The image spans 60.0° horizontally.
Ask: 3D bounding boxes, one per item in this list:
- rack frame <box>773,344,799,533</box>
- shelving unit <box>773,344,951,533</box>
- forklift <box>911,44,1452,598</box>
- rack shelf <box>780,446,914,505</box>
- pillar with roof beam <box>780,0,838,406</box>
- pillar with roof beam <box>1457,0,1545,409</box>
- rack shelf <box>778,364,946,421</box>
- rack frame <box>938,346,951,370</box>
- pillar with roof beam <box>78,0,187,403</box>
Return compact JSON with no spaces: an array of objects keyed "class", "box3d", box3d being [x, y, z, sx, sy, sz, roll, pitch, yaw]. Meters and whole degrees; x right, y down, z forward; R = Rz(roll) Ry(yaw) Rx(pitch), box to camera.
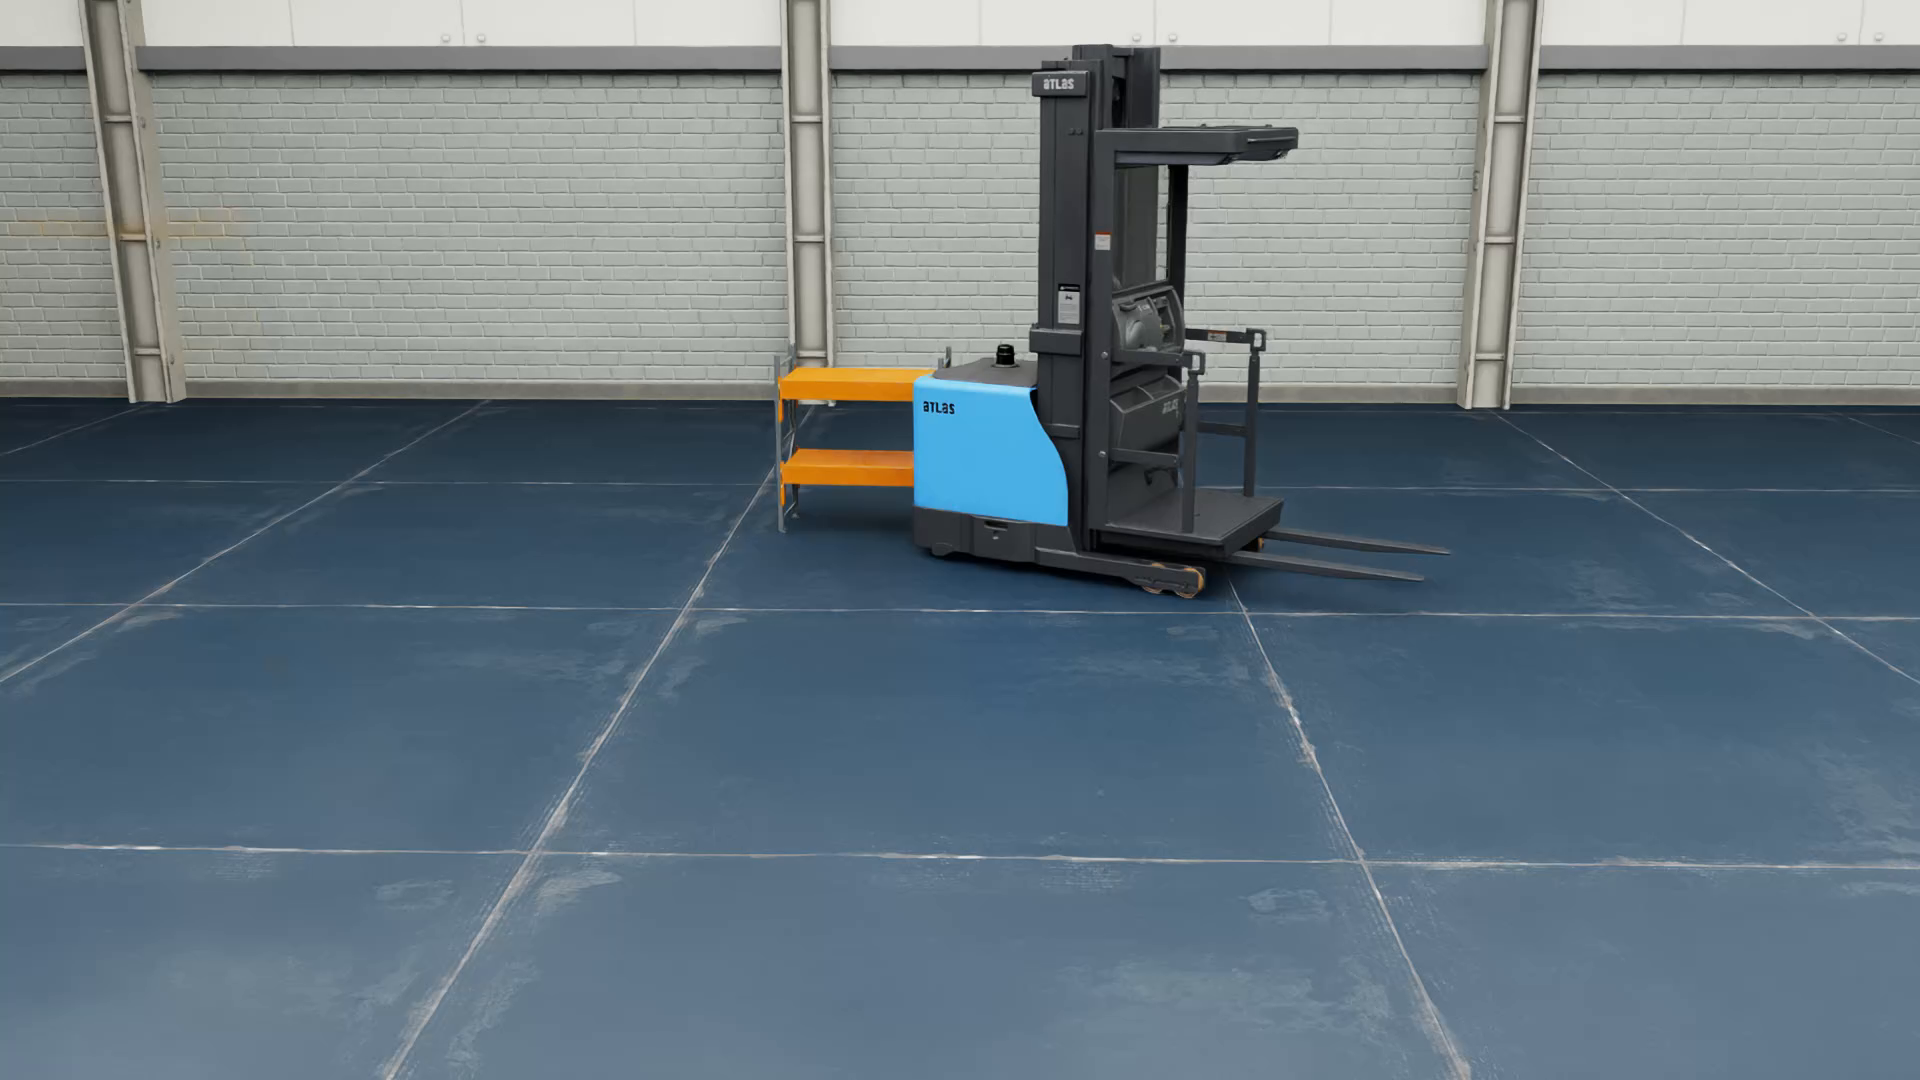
[{"class":"rack frame","box3d":[-1.108,-0.655,10.616,0.032,1.125,0.500,1,15,6]},{"class":"shelving unit","box3d":[-0.602,-0.641,10.566,1.048,1.125,0.538,1,15,6]},{"class":"forklift","box3d":[1.249,-1.253,9.342,3.031,2.935,1.130,8,17,28]},{"class":"rack shelf","box3d":[-0.602,-0.405,10.628,1.000,0.278,0.538,1,15,6]},{"class":"pillar with roof beam","box3d":[-1.428,-4.494,9.732,0.400,9.000,9.100,0,15,1]},{"class":"pillar with roof beam","box3d":[4.570,-4.454,9.584,0.400,9.000,9.100,0,15,1]},{"class":"rack shelf","box3d":[-0.602,-0.924,10.491,1.000,0.278,0.538,1,15,6]},{"class":"rack frame","box3d":[-0.097,-0.628,10.516,0.032,1.125,0.500,1,15,6]},{"class":"pillar with roof beam","box3d":[-7.426,-4.533,9.880,0.400,9.000,9.100,0,15,1]}]
